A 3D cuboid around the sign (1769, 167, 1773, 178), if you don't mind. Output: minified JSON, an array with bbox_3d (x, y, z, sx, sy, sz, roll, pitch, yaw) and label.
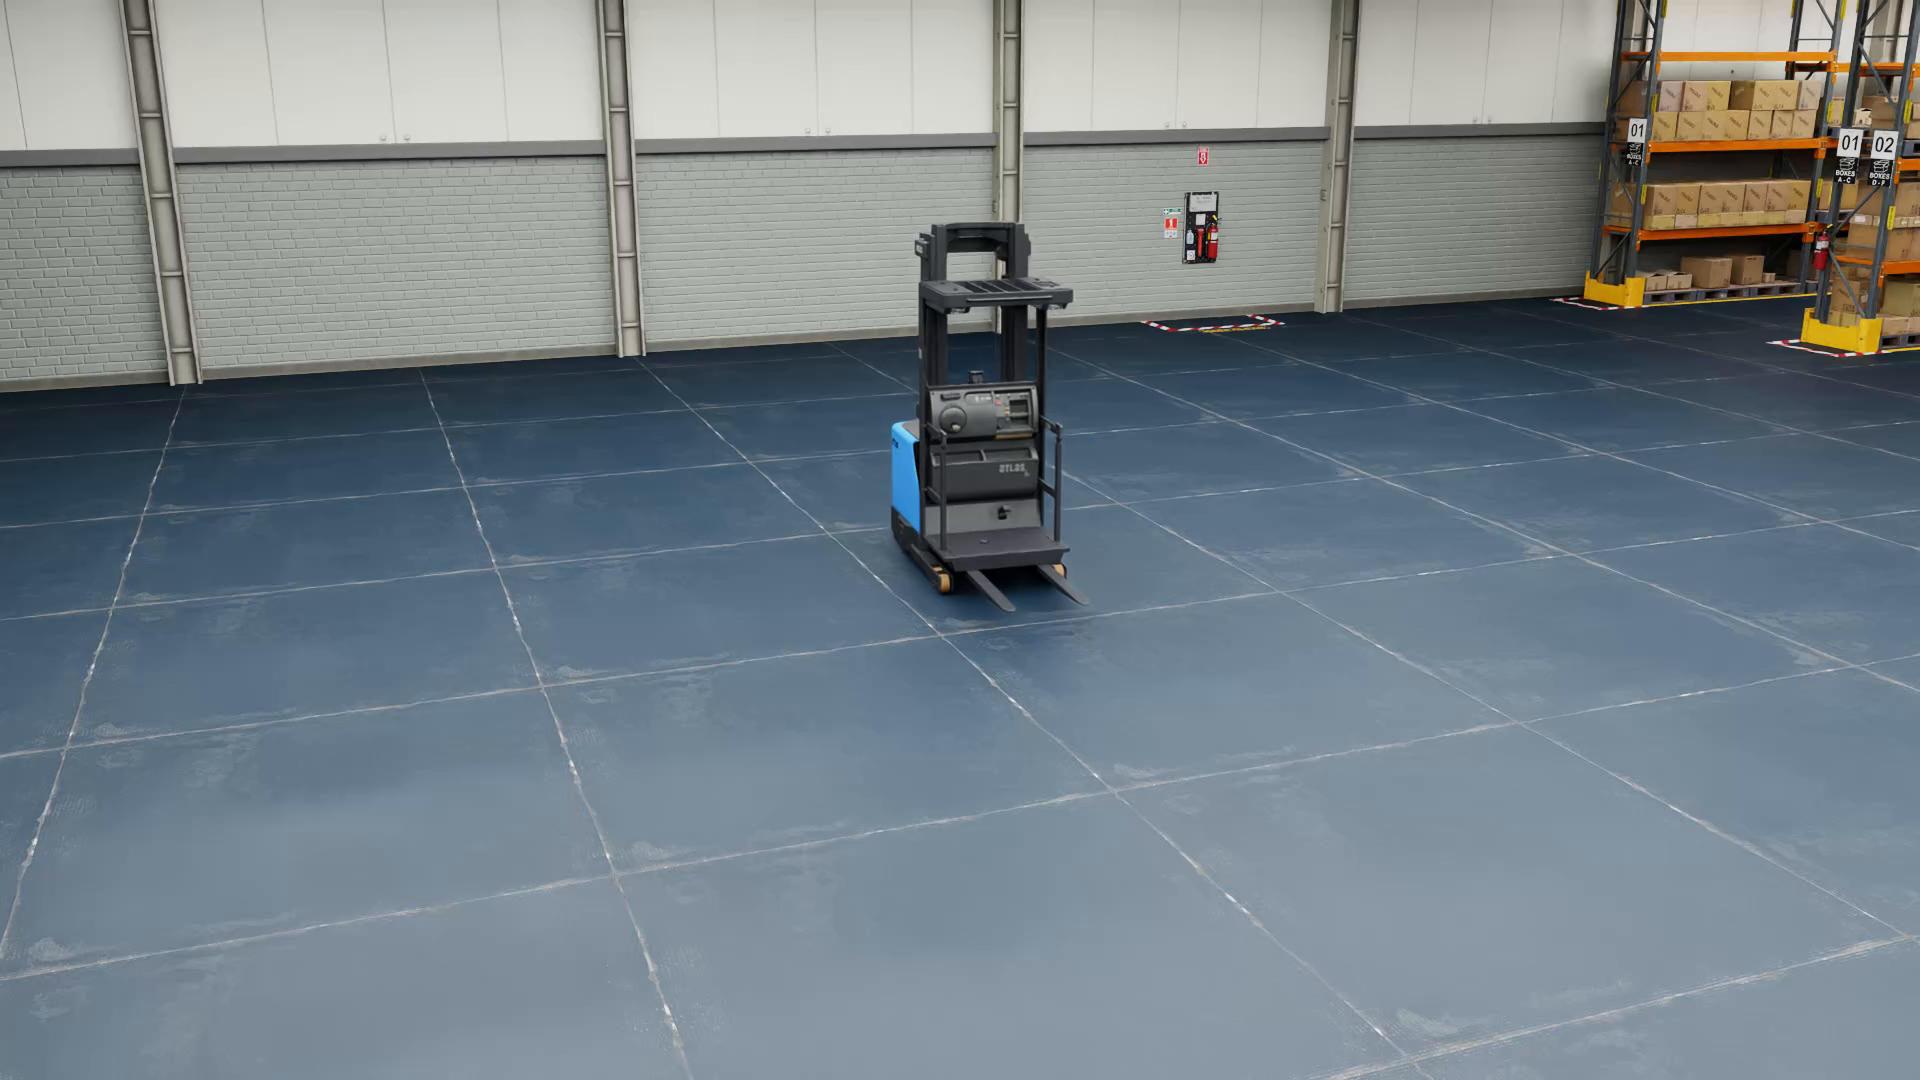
[{"bbox_3d":[15.136,-6.796,31.013,0.005,0.325,0.100,-6,17,-20],"label":"sign"}]

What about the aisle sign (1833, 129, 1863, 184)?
[{"bbox_3d":[13.213,-5.706,24.745,0.004,0.787,0.394,-6,17,-20],"label":"aisle sign"}]

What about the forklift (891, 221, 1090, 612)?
[{"bbox_3d":[0.263,-1.087,13.748,1.130,2.935,3.031,-5,17,-15],"label":"forklift"}]

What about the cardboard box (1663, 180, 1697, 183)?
[{"bbox_3d":[12.922,-6.194,29.918,0.500,0.500,0.500,-7,18,-22],"label":"cardboard box"}]

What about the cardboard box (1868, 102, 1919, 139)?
[{"bbox_3d":[13.917,-6.203,24.548,0.637,0.503,0.797,-5,17,-16],"label":"cardboard box"}]

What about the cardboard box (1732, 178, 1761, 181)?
[{"bbox_3d":[14.340,-6.348,30.445,0.500,0.500,0.500,-6,17,-20],"label":"cardboard box"}]

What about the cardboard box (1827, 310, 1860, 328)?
[{"bbox_3d":[13.774,-3.402,25.647,0.500,0.250,0.500,-6,17,-20],"label":"cardboard box"}]

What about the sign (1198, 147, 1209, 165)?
[{"bbox_3d":[3.980,-6.283,27.208,0.199,0.298,0.001,-6,17,-20],"label":"sign"}]

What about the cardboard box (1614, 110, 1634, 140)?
[{"bbox_3d":[11.902,-7.297,29.238,0.500,0.500,0.500,-5,17,-16],"label":"cardboard box"}]

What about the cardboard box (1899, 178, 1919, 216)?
[{"bbox_3d":[14.358,-5.162,25.026,0.500,0.500,0.700,-7,18,-22],"label":"cardboard box"}]

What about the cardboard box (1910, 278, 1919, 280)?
[{"bbox_3d":[14.888,-3.731,25.434,0.500,0.500,0.500,-6,17,-20],"label":"cardboard box"}]

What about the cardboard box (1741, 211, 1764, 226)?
[{"bbox_3d":[14.072,-5.802,29.915,0.500,0.250,0.500,-6,17,-20],"label":"cardboard box"}]

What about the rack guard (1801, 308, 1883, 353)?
[{"bbox_3d":[13.357,-3.187,25.214,0.348,0.500,1.175,-6,17,-20],"label":"rack guard"}]

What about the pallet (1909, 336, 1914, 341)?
[{"bbox_3d":[15.216,-3.261,25.978,1.213,0.211,1.003,-6,17,-20],"label":"pallet"}]

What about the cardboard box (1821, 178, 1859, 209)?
[{"bbox_3d":[16.350,-6.450,30.934,0.500,0.500,0.700,-4,17,-14],"label":"cardboard box"}]

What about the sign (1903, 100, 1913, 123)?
[{"bbox_3d":[13.572,-6.138,23.814,0.005,0.325,0.100,-6,17,-20],"label":"sign"}]

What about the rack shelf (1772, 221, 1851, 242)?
[{"bbox_3d":[17.206,-5.951,31.469,4.000,0.370,1.077,-6,17,-20],"label":"rack shelf"}]

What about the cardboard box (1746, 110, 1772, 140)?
[{"bbox_3d":[13.974,-7.362,29.460,0.500,0.500,0.500,-7,18,-22],"label":"cardboard box"}]

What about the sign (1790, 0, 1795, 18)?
[{"bbox_3d":[15.134,-9.643,30.177,0.005,0.325,0.100,-6,17,-20],"label":"sign"}]

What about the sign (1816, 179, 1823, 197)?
[{"bbox_3d":[15.540,-6.368,30.075,0.005,0.325,0.100,-6,17,-20],"label":"sign"}]

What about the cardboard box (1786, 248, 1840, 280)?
[{"bbox_3d":[16.020,-5.185,31.238,0.500,0.500,0.700,-6,17,-18],"label":"cardboard box"}]

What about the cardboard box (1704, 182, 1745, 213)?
[{"bbox_3d":[13.584,-6.111,29.635,0.500,0.500,0.500,-6,17,-18],"label":"cardboard box"}]

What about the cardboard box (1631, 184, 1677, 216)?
[{"bbox_3d":[12.156,-5.958,29.115,0.500,0.500,0.500,-6,17,-20],"label":"cardboard box"}]

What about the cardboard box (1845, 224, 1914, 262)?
[{"bbox_3d":[13.820,-4.480,25.005,0.500,0.500,0.700,-6,17,-20],"label":"cardboard box"}]

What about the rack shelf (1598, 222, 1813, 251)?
[{"bbox_3d":[13.471,-5.548,30.095,4.000,0.370,1.077,-6,17,-20],"label":"rack shelf"}]

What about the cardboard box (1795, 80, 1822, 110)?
[{"bbox_3d":[14.967,-7.949,29.685,0.500,0.500,0.500,-8,18,-25],"label":"cardboard box"}]

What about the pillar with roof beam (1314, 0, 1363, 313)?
[{"bbox_3d":[7.885,-7.130,23.560,0.400,9.000,9.100,-6,17,-20],"label":"pillar with roof beam"}]

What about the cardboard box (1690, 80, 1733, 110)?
[{"bbox_3d":[13.358,-7.931,29.622,0.500,0.500,0.500,-6,17,-20],"label":"cardboard box"}]

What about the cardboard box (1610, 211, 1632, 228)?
[{"bbox_3d":[11.970,-5.727,29.660,0.500,0.250,0.500,-6,17,-19],"label":"cardboard box"}]

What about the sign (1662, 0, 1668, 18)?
[{"bbox_3d":[11.797,-8.913,27.833,0.005,0.325,0.100,-6,17,-20],"label":"sign"}]

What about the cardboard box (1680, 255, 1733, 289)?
[{"bbox_3d":[13.517,-4.867,30.157,0.500,0.500,0.700,-7,18,-24],"label":"cardboard box"}]

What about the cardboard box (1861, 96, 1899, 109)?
[{"bbox_3d":[17.029,-7.942,30.724,0.500,0.500,0.500,-7,18,-22],"label":"cardboard box"}]

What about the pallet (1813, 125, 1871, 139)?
[{"bbox_3d":[15.953,-7.478,30.401,1.003,0.211,1.213,-6,17,-20],"label":"pallet"}]

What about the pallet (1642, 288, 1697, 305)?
[{"bbox_3d":[12.445,-4.434,29.973,1.213,0.211,1.003,-6,17,-20],"label":"pallet"}]

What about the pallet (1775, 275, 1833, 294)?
[{"bbox_3d":[16.065,-4.836,31.342,1.213,0.211,1.003,-6,17,-20],"label":"pallet"}]

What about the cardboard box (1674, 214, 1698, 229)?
[{"bbox_3d":[12.652,-5.651,29.400,0.500,0.250,0.500,-7,18,-22],"label":"cardboard box"}]

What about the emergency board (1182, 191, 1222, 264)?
[{"bbox_3d":[4.023,-5.145,27.448,0.643,1.169,0.194,-6,17,-20],"label":"emergency board"}]

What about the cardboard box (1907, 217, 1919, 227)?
[{"bbox_3d":[14.068,-4.758,24.800,0.250,0.149,0.380,-7,18,-22],"label":"cardboard box"}]

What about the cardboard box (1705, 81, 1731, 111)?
[{"bbox_3d":[13.011,-7.735,28.954,0.500,0.500,0.500,-6,17,-19],"label":"cardboard box"}]

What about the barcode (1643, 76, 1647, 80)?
[{"bbox_3d":[12.087,-8.149,29.337,0.075,0.075,0.001,-6,17,-20],"label":"barcode"}]

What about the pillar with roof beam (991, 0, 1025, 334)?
[{"bbox_3d":[2.282,-6.525,21.500,0.400,9.000,9.100,-6,17,-20],"label":"pillar with roof beam"}]

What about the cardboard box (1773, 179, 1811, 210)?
[{"bbox_3d":[15.007,-6.263,30.154,0.500,0.500,0.500,-6,17,-20],"label":"cardboard box"}]

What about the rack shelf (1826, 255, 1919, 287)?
[{"bbox_3d":[15.247,-4.245,25.658,4.000,0.370,1.077,-6,17,-20],"label":"rack shelf"}]

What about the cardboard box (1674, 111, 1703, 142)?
[{"bbox_3d":[12.519,-7.201,28.911,0.500,0.500,0.500,-5,17,-16],"label":"cardboard box"}]

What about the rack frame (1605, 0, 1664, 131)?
[{"bbox_3d":[11.603,-8.570,28.462,0.127,3.000,1.000,-6,17,-20],"label":"rack frame"}]

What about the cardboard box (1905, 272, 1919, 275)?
[{"bbox_3d":[15.169,-3.918,26.071,0.500,0.500,0.500,-6,17,-20],"label":"cardboard box"}]

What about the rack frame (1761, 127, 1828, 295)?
[{"bbox_3d":[15.338,-6.095,30.681,0.127,3.000,1.000,-6,17,-20],"label":"rack frame"}]
